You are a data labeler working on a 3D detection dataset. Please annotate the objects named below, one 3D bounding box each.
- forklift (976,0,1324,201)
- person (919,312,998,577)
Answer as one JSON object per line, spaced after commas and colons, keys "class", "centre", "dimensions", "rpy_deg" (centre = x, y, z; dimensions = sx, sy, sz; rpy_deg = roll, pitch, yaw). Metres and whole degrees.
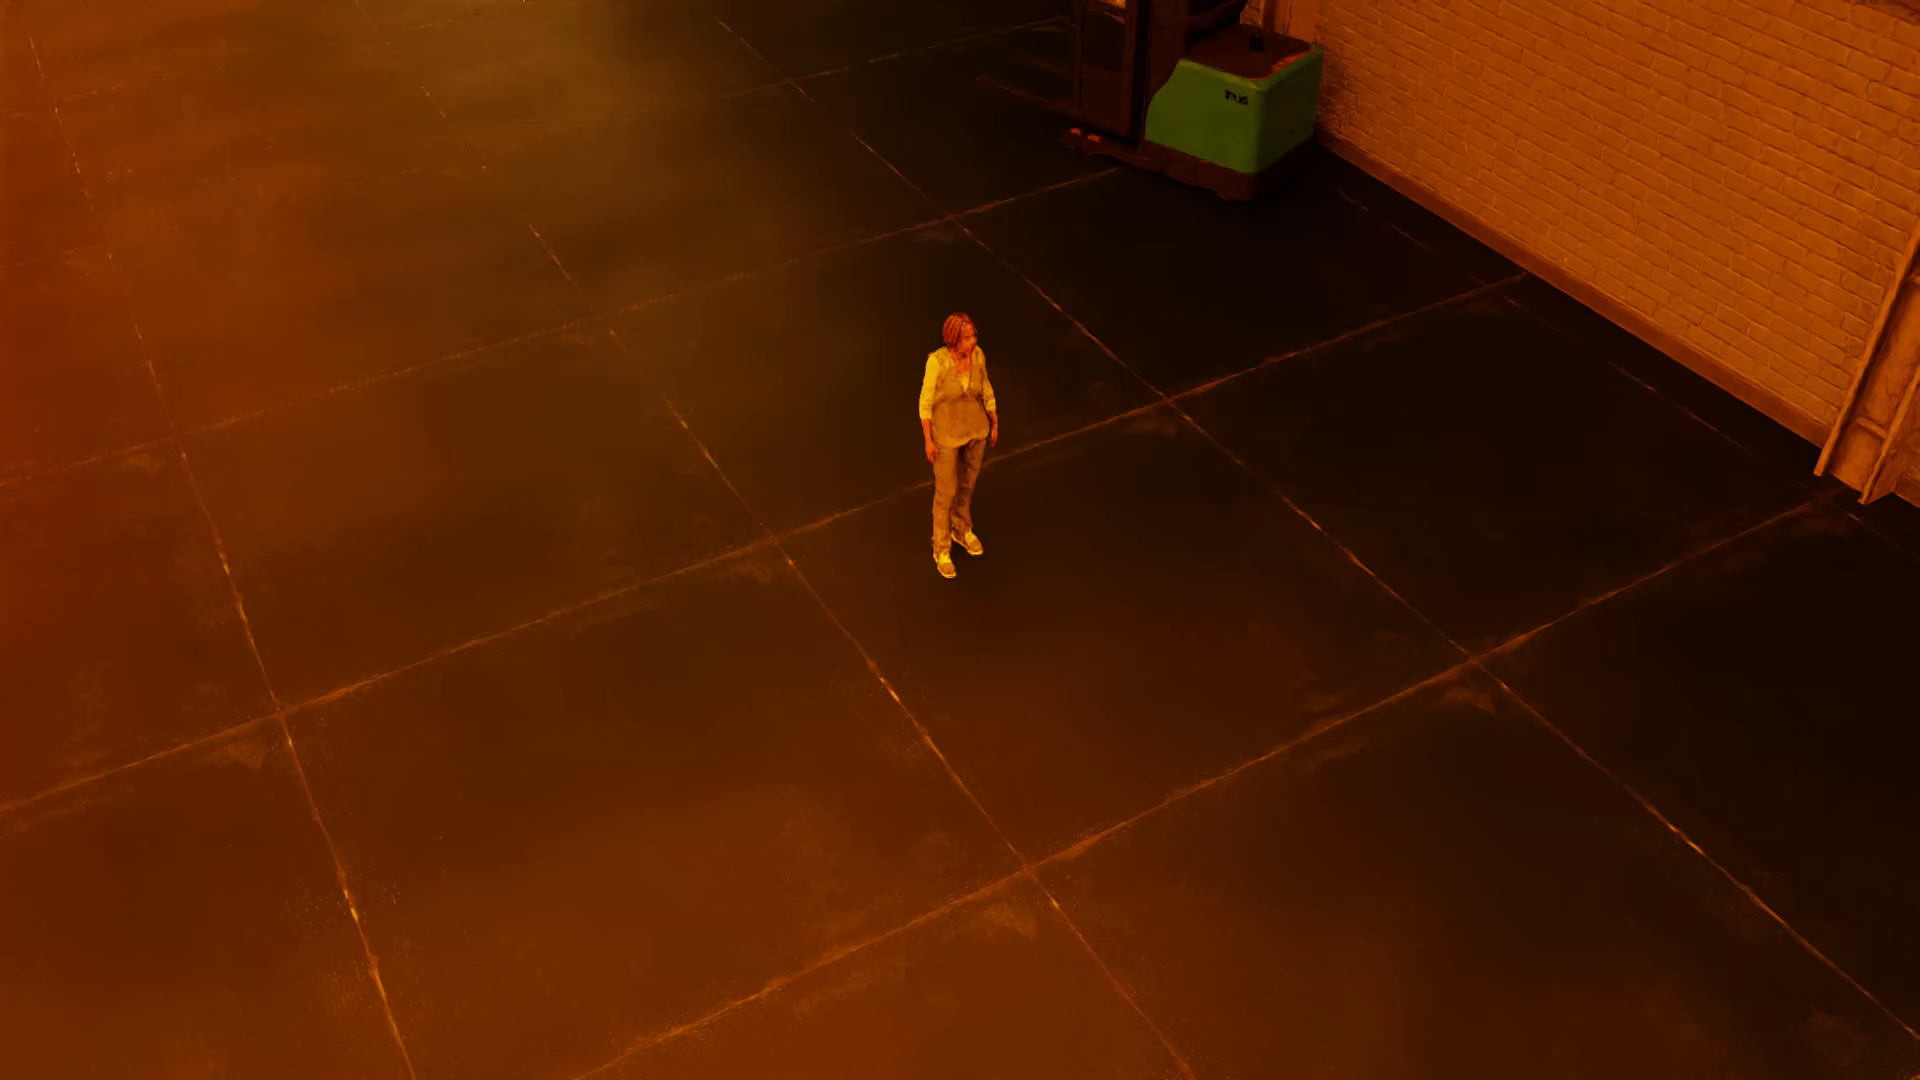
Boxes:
{"class": "forklift", "centre": [1.519, -4.681, 13.680], "dimensions": [3.031, 2.935, 1.130], "rpy_deg": [28, 47, 30]}
{"class": "person", "centre": [0.025, -0.575, 9.763], "dimensions": [0.521, 1.597, 0.474], "rpy_deg": [-20, 44, -23]}
